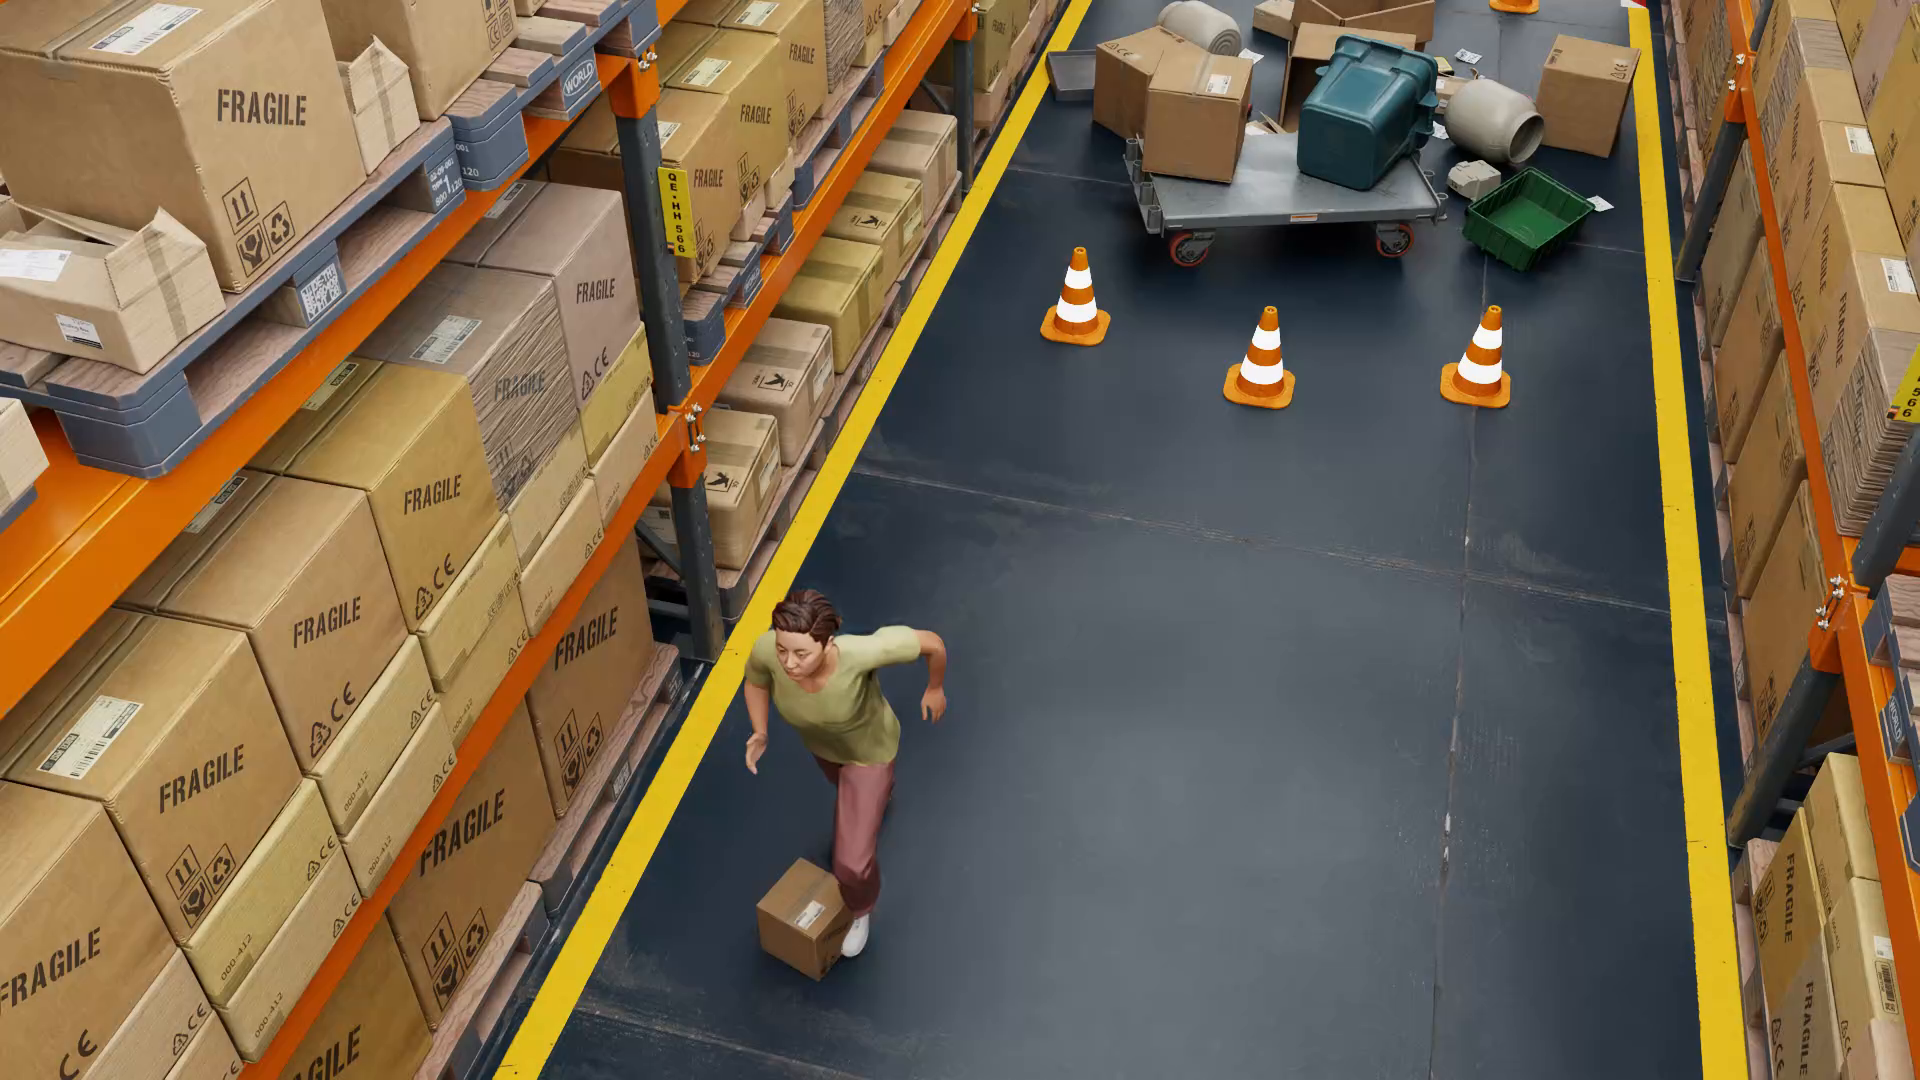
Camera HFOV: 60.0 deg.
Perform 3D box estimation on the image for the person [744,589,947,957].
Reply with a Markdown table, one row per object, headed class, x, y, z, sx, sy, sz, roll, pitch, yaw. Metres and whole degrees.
| class | x | y | z | sx | sy | sz | roll | pitch | yaw |
| --- | --- | --- | --- | --- | --- | --- | --- | --- | --- |
| person | -0.367 | 0.658 | 5.452 | 0.572 | 1.588 | 0.901 | 19 | 45 | 21 |
